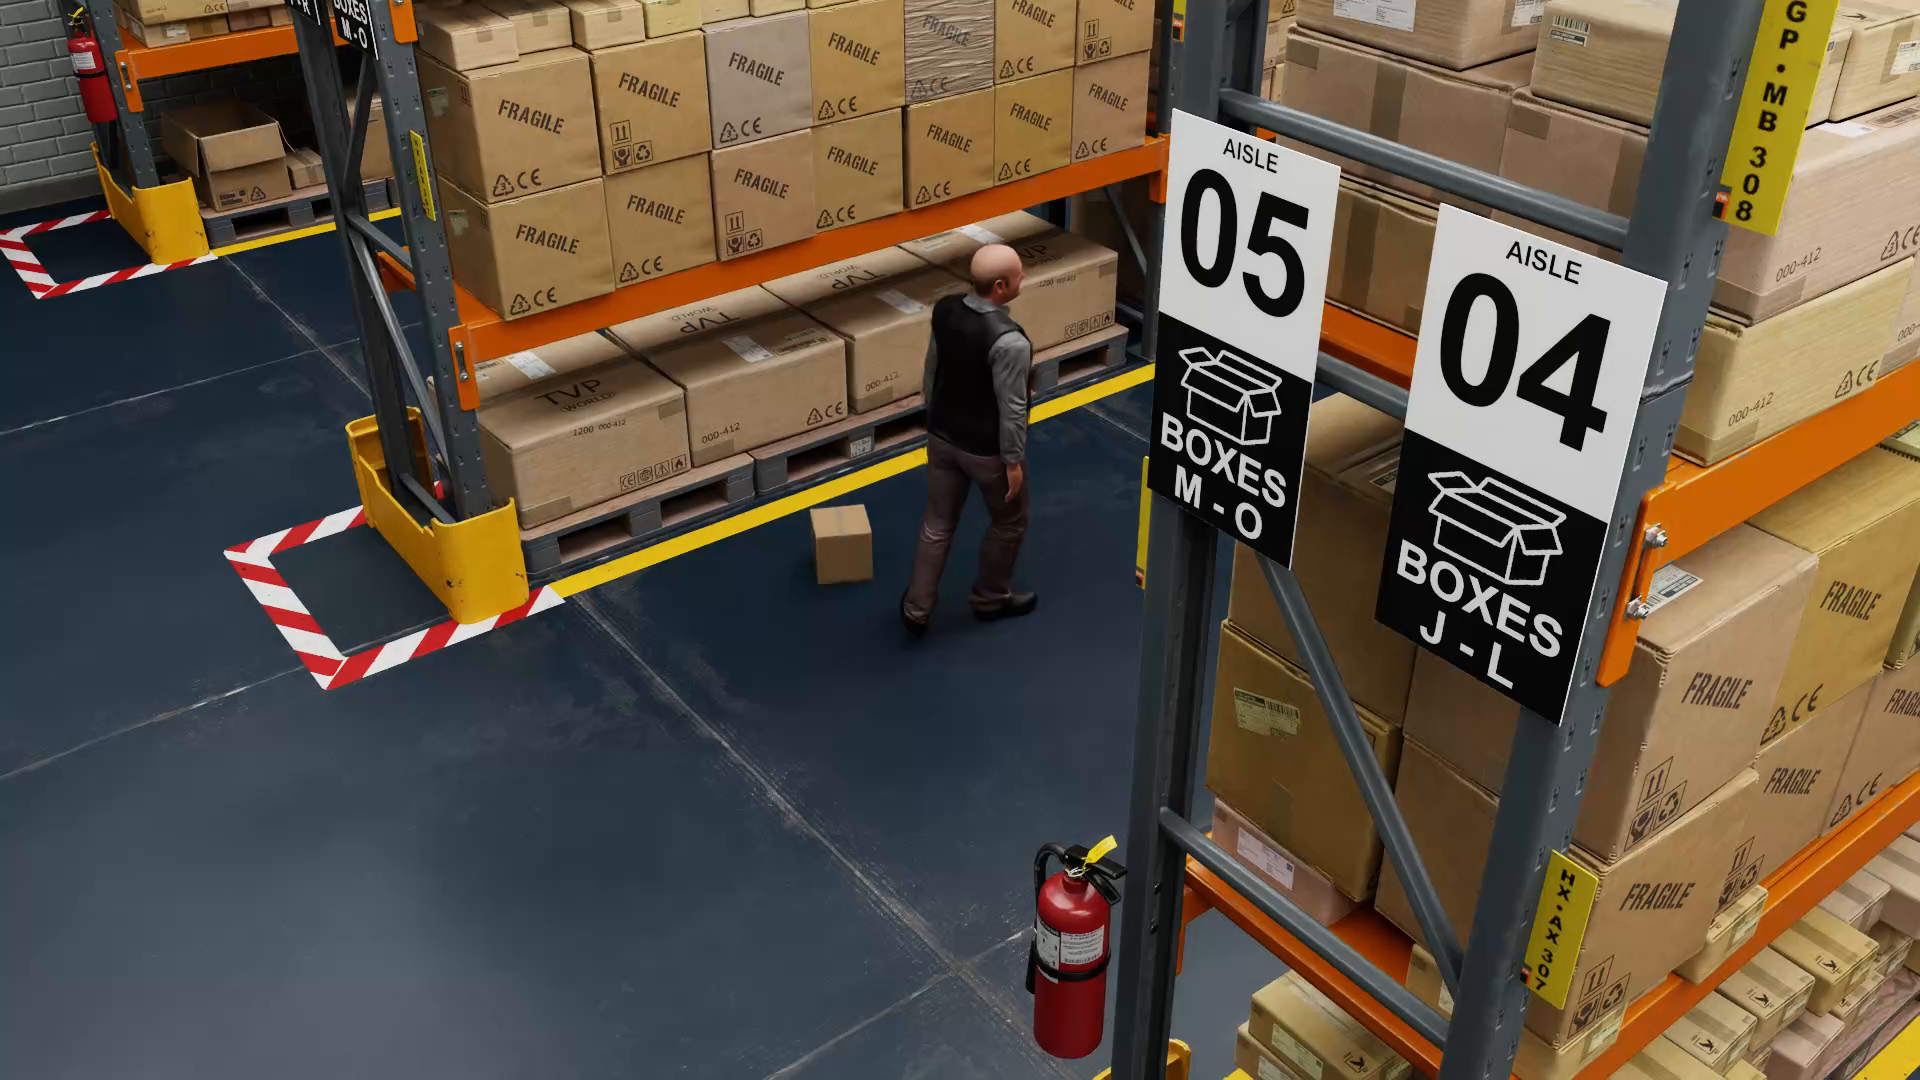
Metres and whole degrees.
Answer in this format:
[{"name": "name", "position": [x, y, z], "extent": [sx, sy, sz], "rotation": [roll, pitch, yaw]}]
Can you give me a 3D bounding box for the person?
[{"name": "person", "position": [0.044, -0.345, 6.806], "extent": [0.571, 1.621, 0.590], "rotation": [27, 41, 36]}]
